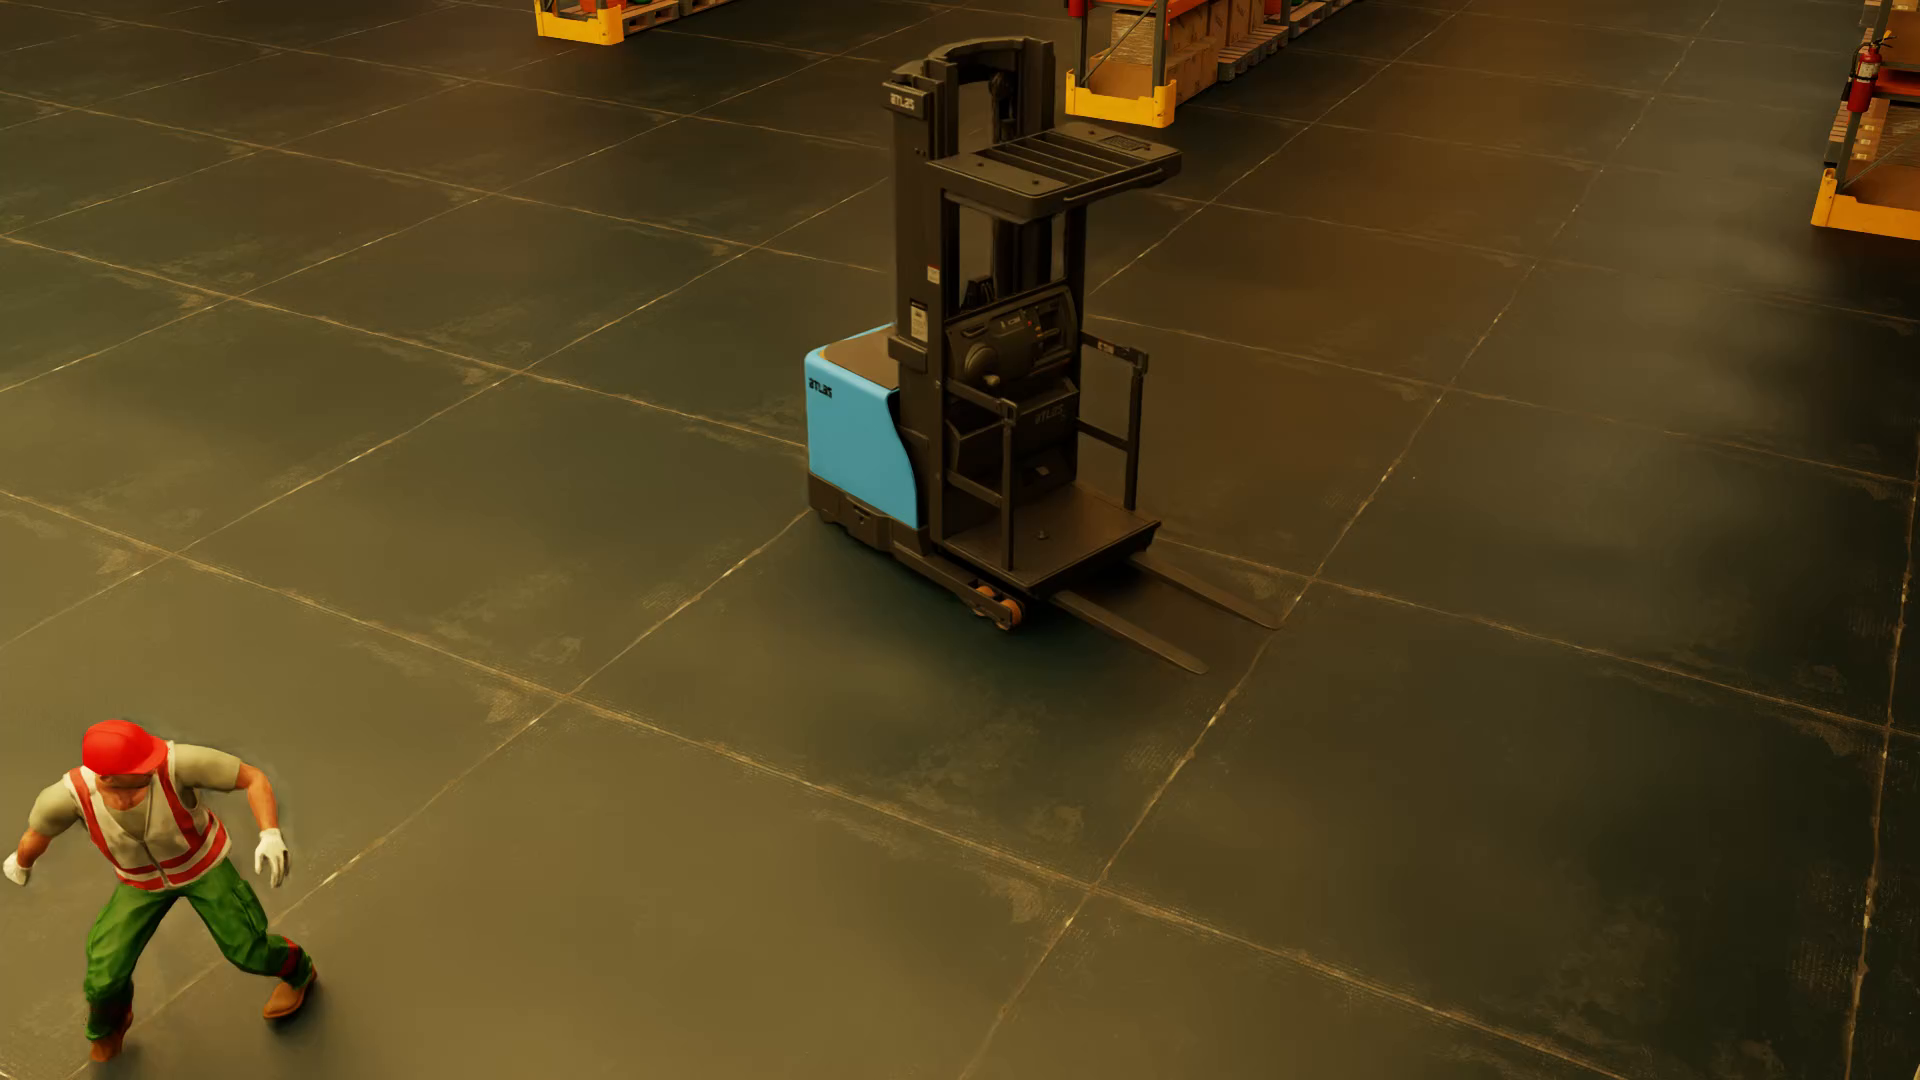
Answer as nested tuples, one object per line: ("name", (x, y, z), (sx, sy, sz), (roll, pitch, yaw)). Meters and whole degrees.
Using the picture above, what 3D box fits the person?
("person", (-3.016, 1.307, 6.219), (1.067, 1.698, 0.574), (-8, 31, -13))

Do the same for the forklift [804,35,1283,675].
("forklift", (0.435, -1.065, 8.916), (1.130, 2.935, 3.031), (-25, 38, -36))
